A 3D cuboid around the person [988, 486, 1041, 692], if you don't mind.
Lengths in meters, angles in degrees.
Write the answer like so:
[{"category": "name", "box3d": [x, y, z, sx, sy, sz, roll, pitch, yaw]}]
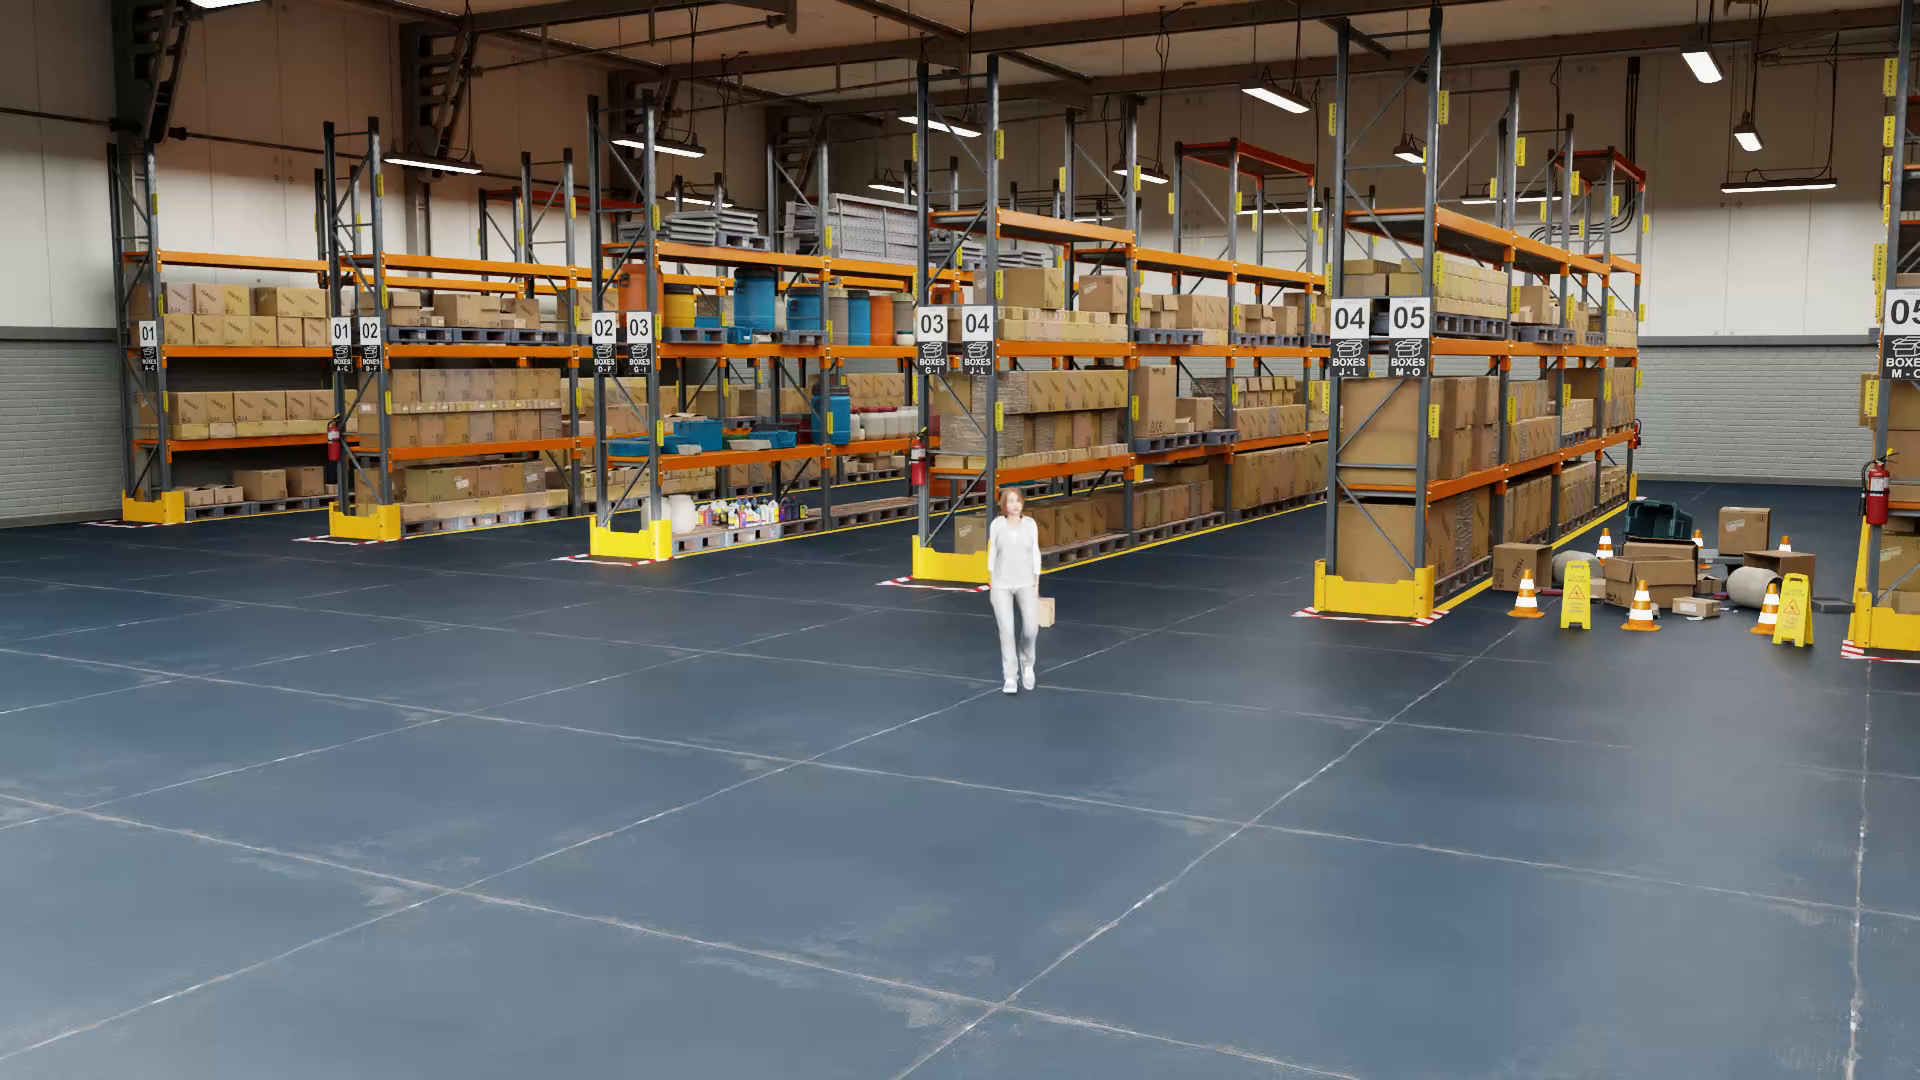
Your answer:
[{"category": "person", "box3d": [0.418, 0.379, 12.820, 0.412, 1.590, 0.410, 0, 6, 1]}]
